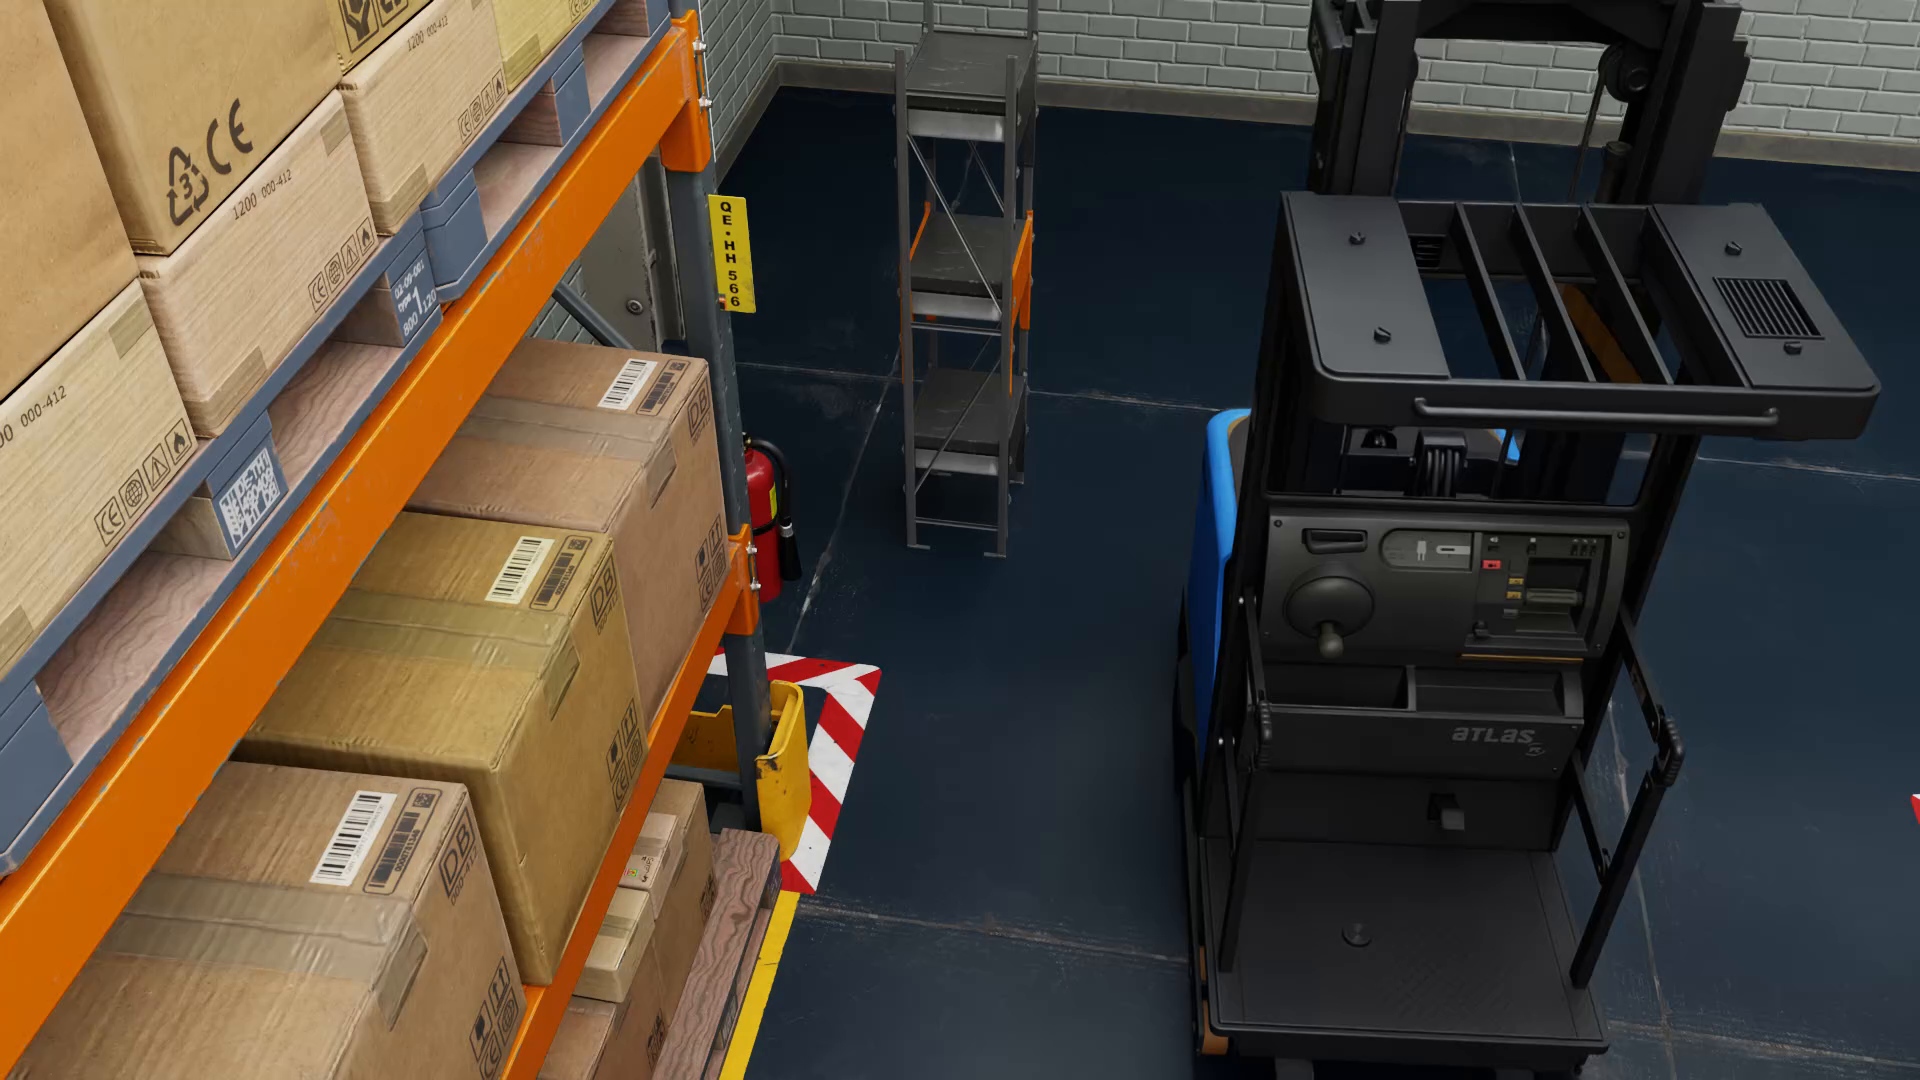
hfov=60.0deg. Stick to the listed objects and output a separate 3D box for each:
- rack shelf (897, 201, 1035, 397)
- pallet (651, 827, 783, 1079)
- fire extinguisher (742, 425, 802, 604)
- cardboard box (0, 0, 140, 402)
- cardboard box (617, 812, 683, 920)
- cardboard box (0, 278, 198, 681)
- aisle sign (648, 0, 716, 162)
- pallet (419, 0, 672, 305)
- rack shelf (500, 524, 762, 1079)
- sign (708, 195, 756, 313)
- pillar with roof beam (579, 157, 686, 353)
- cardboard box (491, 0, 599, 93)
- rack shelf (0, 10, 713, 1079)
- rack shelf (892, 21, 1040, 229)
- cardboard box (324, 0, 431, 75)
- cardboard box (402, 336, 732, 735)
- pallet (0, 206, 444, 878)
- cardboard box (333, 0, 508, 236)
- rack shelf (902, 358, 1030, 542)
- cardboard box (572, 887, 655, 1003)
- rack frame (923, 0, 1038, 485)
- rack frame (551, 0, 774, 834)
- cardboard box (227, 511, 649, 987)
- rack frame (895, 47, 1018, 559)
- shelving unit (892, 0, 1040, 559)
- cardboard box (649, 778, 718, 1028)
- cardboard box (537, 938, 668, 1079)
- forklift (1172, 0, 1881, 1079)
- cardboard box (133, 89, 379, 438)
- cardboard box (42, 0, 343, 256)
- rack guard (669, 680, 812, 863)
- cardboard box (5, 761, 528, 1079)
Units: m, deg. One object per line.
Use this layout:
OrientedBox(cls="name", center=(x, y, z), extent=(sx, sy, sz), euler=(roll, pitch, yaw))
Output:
OrientedBox(cls="rack shelf", center=(0.029, -0.903, 6.215), extent=(0.431, 0.518, 0.480), euler=(6, 40, 8))
OrientedBox(cls="pallet", center=(-1.167, 1.341, 4.963), extent=(1.003, 0.211, 1.213), euler=(6, 40, 8))
OrientedBox(cls="fire extinguisher", center=(-0.625, -0.115, 4.888), extent=(0.296, 0.674, 0.183), euler=(6, 40, 8))
OrientedBox(cls="cardboard box", center=(-1.235, -0.372, 1.613), extent=(0.500, 0.500, 0.500), euler=(7, 40, 8))
OrientedBox(cls="cardboard box", center=(-0.971, 0.858, 4.481), extent=(0.380, 0.149, 0.250), euler=(6, 40, 7))
OrientedBox(cls="cardboard box", center=(-1.235, -0.078, 1.846), extent=(0.500, 0.250, 0.500), euler=(5, 40, 6))
OrientedBox(cls="aisle sign", center=(-0.797, -1.258, 3.878), extent=(0.394, 0.787, 0.004), euler=(6, 40, 8))
OrientedBox(cls="pallet", center=(-1.223, -0.899, 3.199), extent=(1.003, 0.211, 1.213), euler=(6, 40, 8))
OrientedBox(cls="rack shelf", center=(-1.451, 1.288, 3.403), extent=(1.077, 0.370, 4.000), euler=(6, 40, 8))
OrientedBox(cls="sign", center=(-0.573, -0.713, 4.164), extent=(0.100, 0.325, 0.005), euler=(6, 40, 8))
OrientedBox(cls="pillar with roof beam", center=(2.750, -3.872, 4.371), extent=(9.100, 9.000, 0.400), euler=(6, 40, 8))
OrientedBox(cls="cardboard box", center=(-0.971, -1.054, 3.026), extent=(0.500, 0.250, 0.500), euler=(8, 40, 9))
OrientedBox(cls="rack shelf", center=(-1.451, 0.132, 2.447), extent=(1.077, 0.370, 4.000), euler=(6, 40, 8))
OrientedBox(cls="rack shelf", center=(0.029, -1.442, 5.769), extent=(0.431, 0.518, 0.480), euler=(6, 40, 8))
OrientedBox(cls="cardboard box", center=(-1.061, -1.030, 2.408), extent=(0.500, 0.500, 0.500), euler=(8, 40, 9))
OrientedBox(cls="cardboard box", center=(-1.184, -0.039, 4.207), extent=(0.980, 0.700, 0.700), euler=(8, 40, 10))
OrientedBox(cls="pallet", center=(-1.432, -0.132, 2.271), extent=(1.003, 0.211, 1.213), euler=(6, 40, 8))
OrientedBox(cls="cardboard box", center=(-1.060, -0.727, 2.631), extent=(0.500, 0.250, 0.500), euler=(5, 40, 6))
OrientedBox(cls="rack shelf", center=(0.029, -0.363, 6.661), extent=(0.431, 0.518, 0.480), euler=(6, 40, 8))
OrientedBox(cls="cardboard box", center=(-1.014, 1.019, 4.287), extent=(0.380, 0.149, 0.250), euler=(7, 40, 9))
OrientedBox(cls="rack frame", center=(0.071, -1.066, 6.392), extent=(0.400, 2.100, 0.015), euler=(6, 40, 8))
OrientedBox(cls="rack frame", center=(-1.105, -0.244, 4.691), extent=(1.000, 3.000, 0.127), euler=(6, 40, 8))
OrientedBox(cls="cardboard box", center=(-1.299, 0.419, 3.654), extent=(0.980, 0.700, 0.700), euler=(6, 40, 7))
OrientedBox(cls="rack frame", center=(-0.014, -0.760, 6.021), extent=(0.400, 2.100, 0.015), euler=(6, 40, 8))
OrientedBox(cls="shelving unit", center=(0.029, -0.913, 6.207), extent=(0.431, 2.100, 0.503), euler=(6, 40, 8))
OrientedBox(cls="cardboard box", center=(-1.128, 1.008, 4.809), extent=(0.700, 0.500, 0.500), euler=(6, 40, 8))
OrientedBox(cls="cardboard box", center=(-1.214, 1.322, 4.430), extent=(0.700, 0.500, 0.500), euler=(6, 40, 8))
OrientedBox(cls="forklift", center=(1.259, 0.203, 4.204), extent=(1.130, 2.935, 3.031), euler=(2, 40, 2))
OrientedBox(cls="cardboard box", center=(-1.145, -0.400, 2.236), extent=(0.500, 0.250, 0.500), euler=(5, 40, 6))
OrientedBox(cls="cardboard box", center=(-1.143, -0.701, 2.011), extent=(0.500, 0.500, 0.500), euler=(5, 40, 6))
OrientedBox(cls="rack guard", center=(-1.101, 0.704, 5.506), extent=(1.175, 0.500, 0.348), euler=(6, 40, 8))
OrientedBox(cls="cardboard box", center=(-1.440, 0.897, 3.076), extent=(0.980, 0.700, 0.700), euler=(5, 40, 6))
